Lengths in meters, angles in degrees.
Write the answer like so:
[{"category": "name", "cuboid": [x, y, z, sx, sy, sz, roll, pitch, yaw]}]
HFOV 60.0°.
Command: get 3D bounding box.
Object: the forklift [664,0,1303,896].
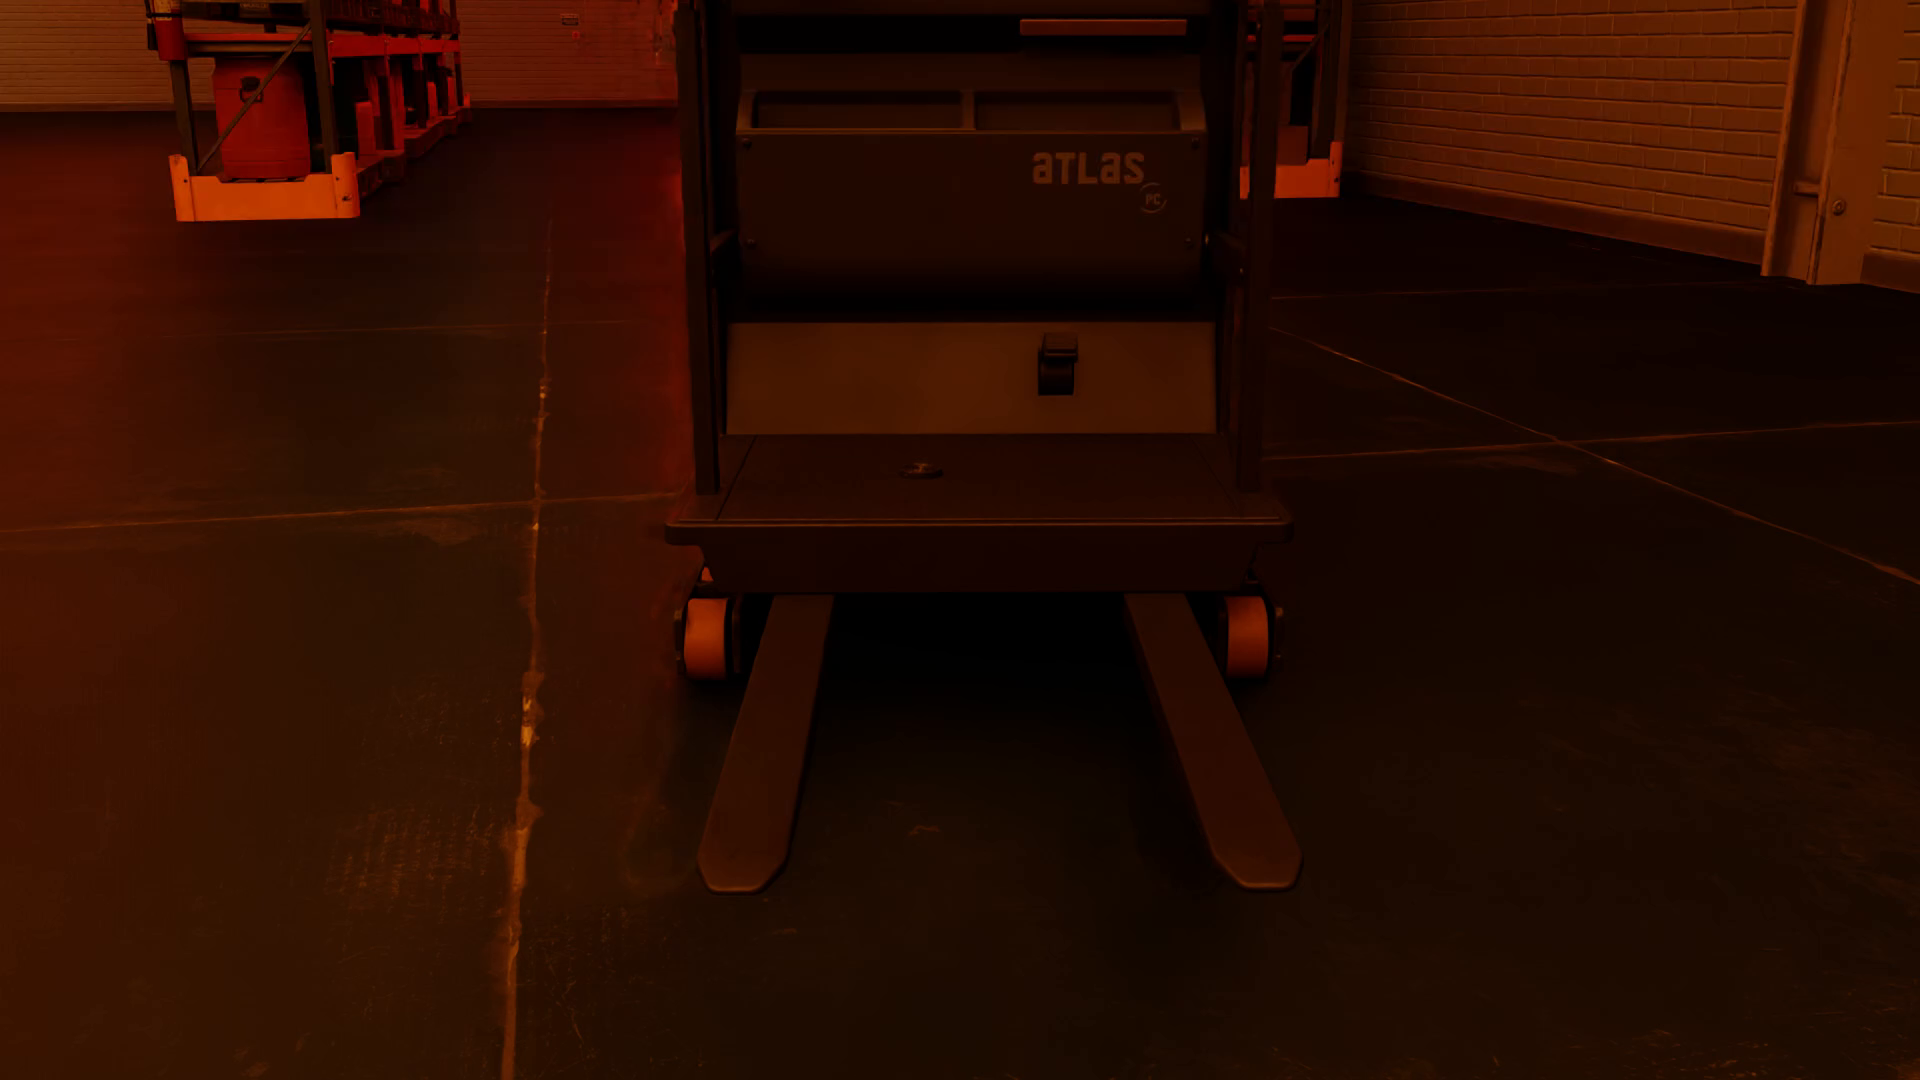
[{"category": "forklift", "cuboid": [0.028, -1.225, 2.991, 1.130, 2.935, 3.031, 0, 17, -1]}]
